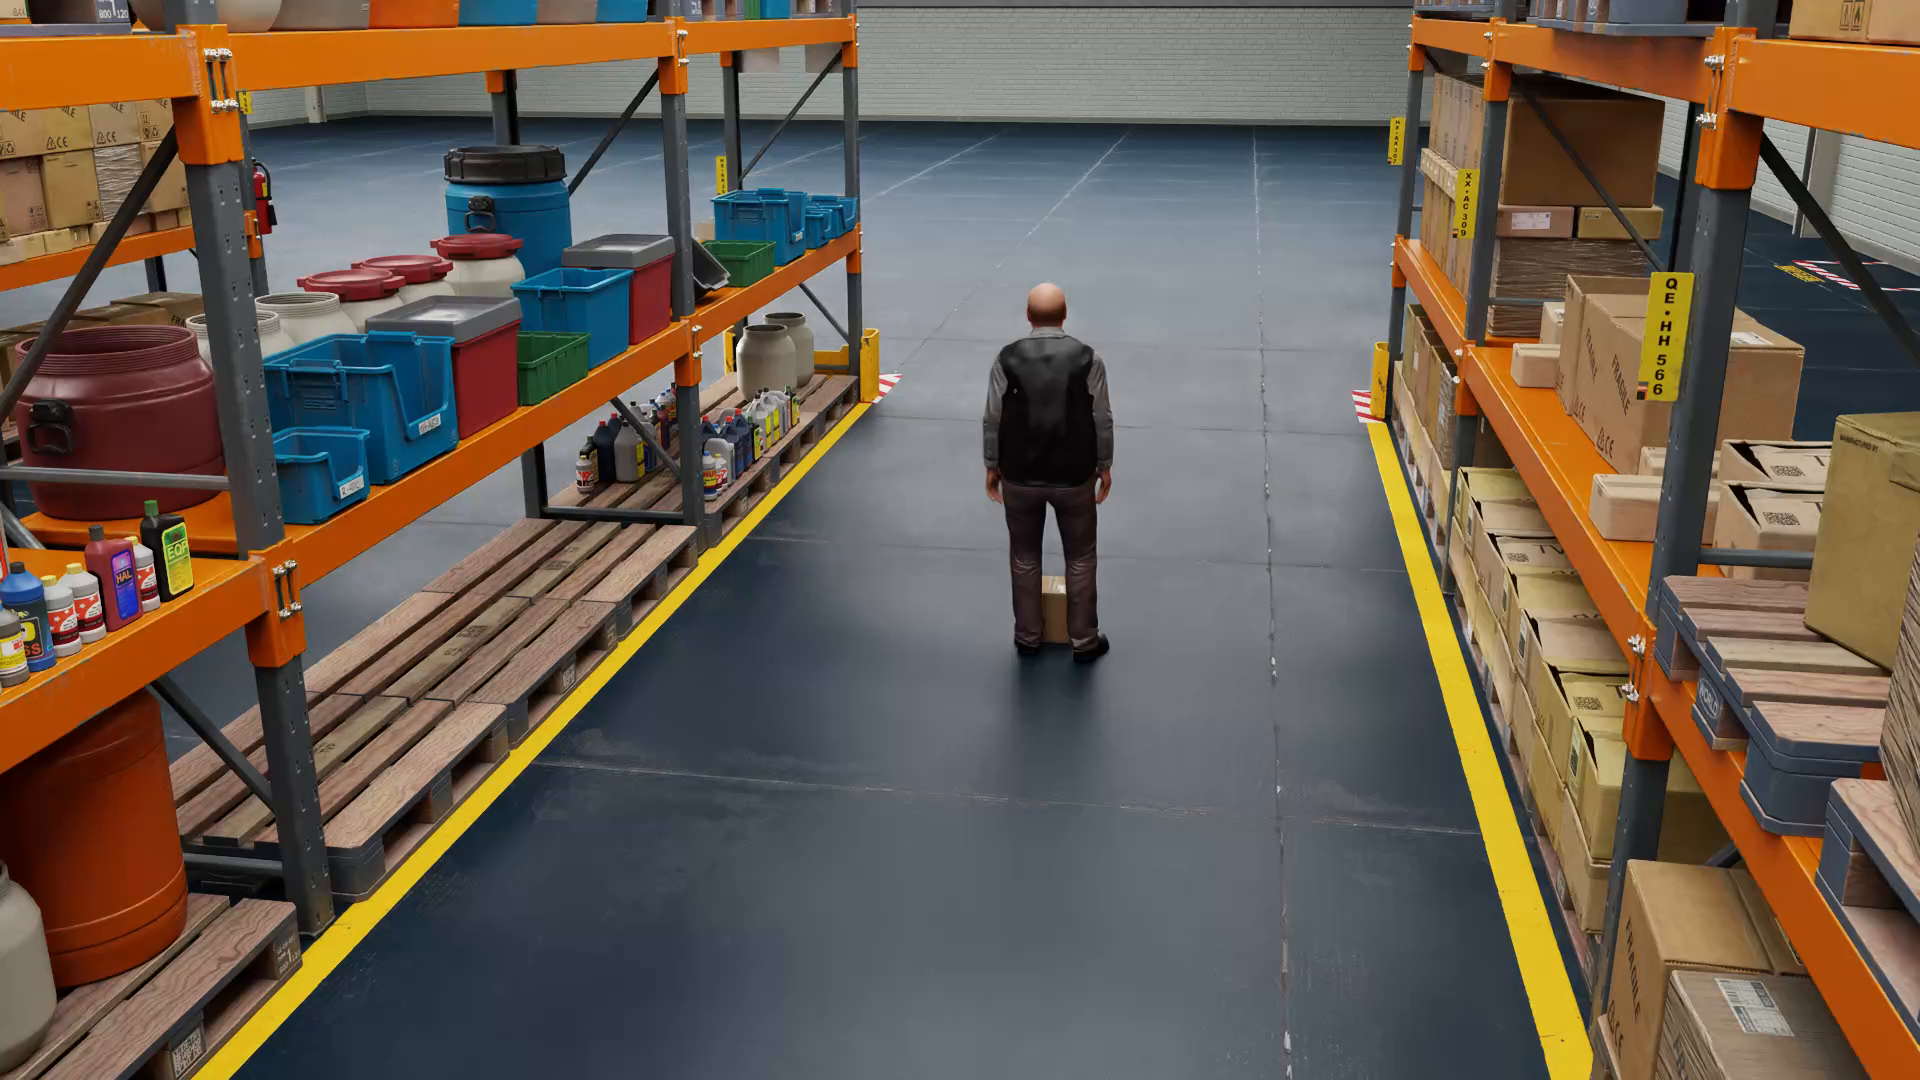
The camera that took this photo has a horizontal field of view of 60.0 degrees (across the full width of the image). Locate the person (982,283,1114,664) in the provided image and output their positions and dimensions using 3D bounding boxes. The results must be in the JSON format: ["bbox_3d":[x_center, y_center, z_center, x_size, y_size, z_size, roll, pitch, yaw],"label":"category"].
[{"bbox_3d":[0.399,-0.291,7.502,0.593,1.720,0.473,2,18,5],"label":"person"}]
